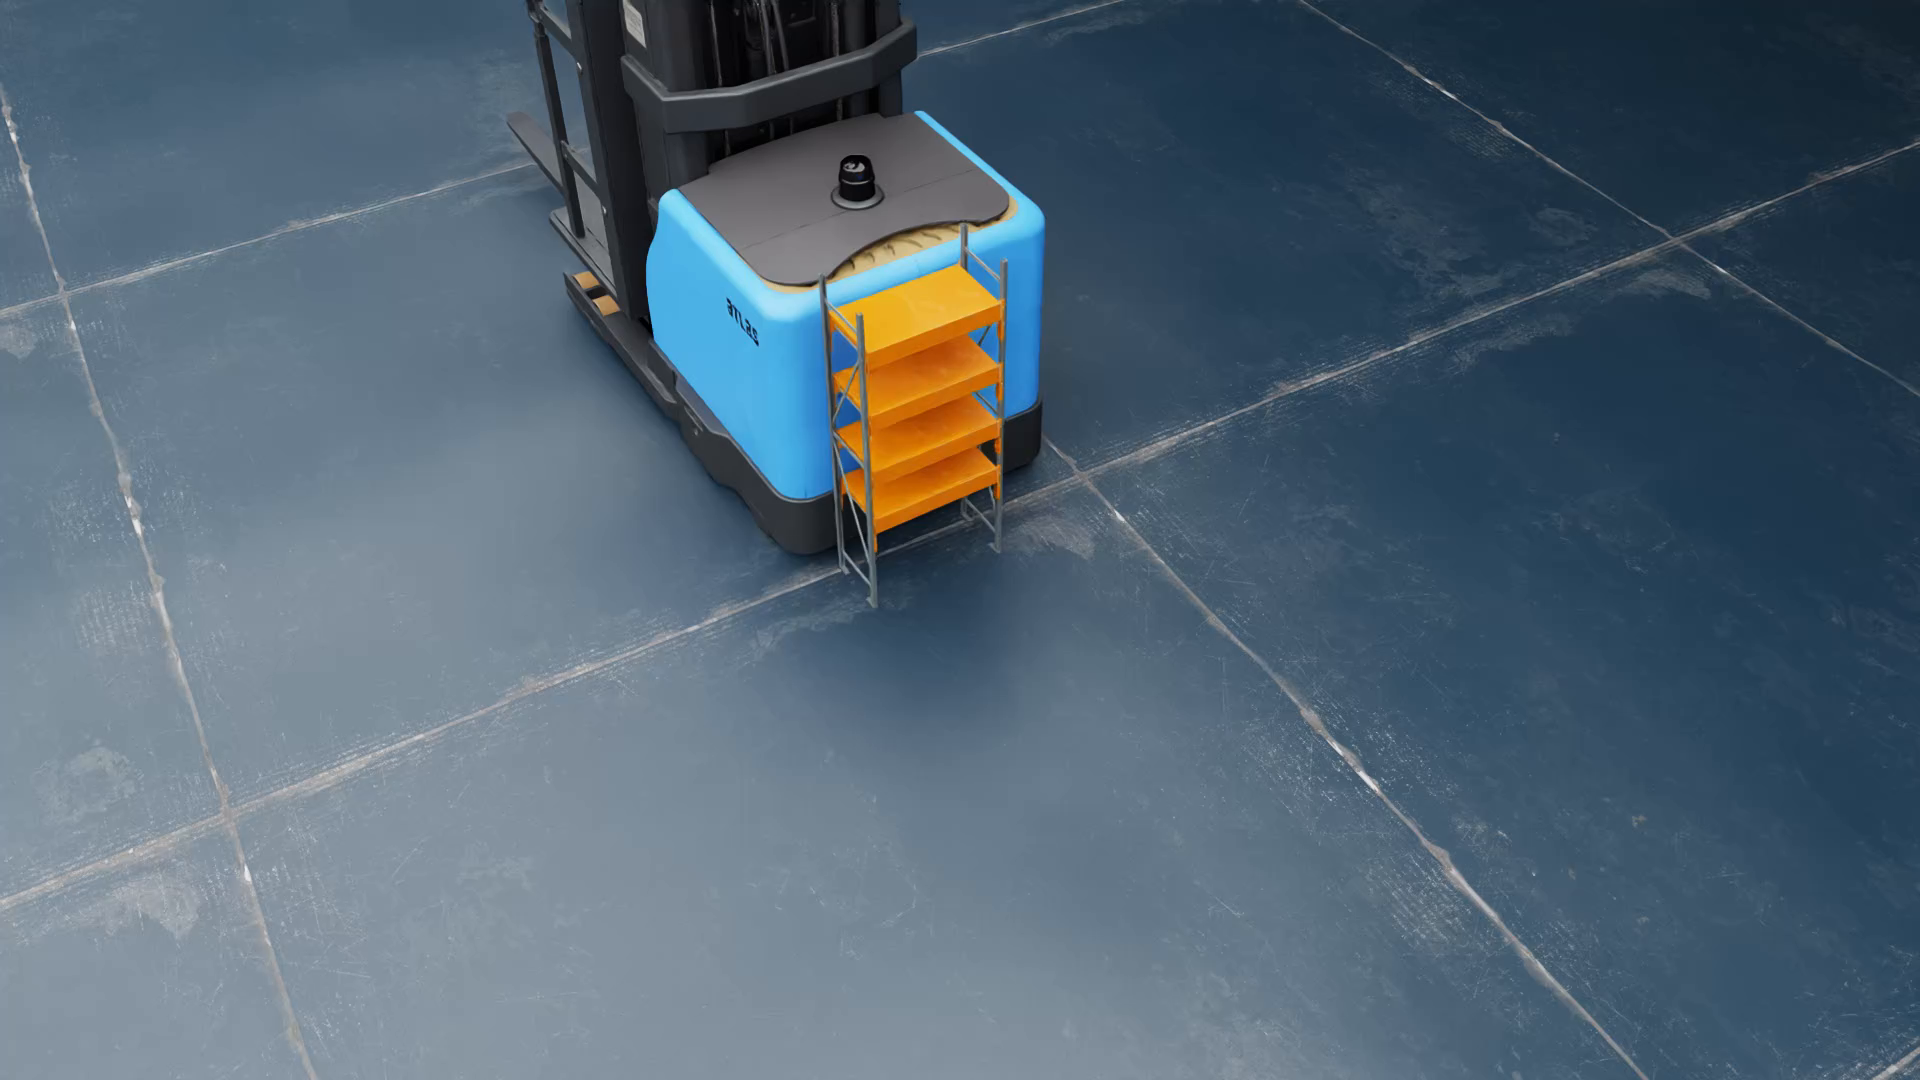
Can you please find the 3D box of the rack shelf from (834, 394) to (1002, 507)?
[{"bbox_3d":[-0.136,-0.316,5.311,0.480,0.148,0.258,-24,49,-23],"label":"rack shelf"}]

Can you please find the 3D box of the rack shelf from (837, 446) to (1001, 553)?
[{"bbox_3d":[-0.136,-0.174,5.449,0.480,0.148,0.258,-24,49,-23],"label":"rack shelf"}]

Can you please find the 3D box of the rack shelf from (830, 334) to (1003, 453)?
[{"bbox_3d":[-0.136,-0.477,5.155,0.480,0.148,0.258,-24,49,-23],"label":"rack shelf"}]

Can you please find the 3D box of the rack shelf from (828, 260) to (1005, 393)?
[{"bbox_3d":[-0.136,-0.647,4.991,0.480,0.148,0.258,-24,49,-23],"label":"rack shelf"}]

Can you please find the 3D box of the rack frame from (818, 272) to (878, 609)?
[{"bbox_3d":[-0.342,-0.274,5.171,0.015,1.200,0.240,-24,49,-23],"label":"rack frame"}]

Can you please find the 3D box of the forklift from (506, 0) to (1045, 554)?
[{"bbox_3d":[-0.922,-2.010,5.716,1.130,2.935,3.031,-24,49,-23],"label":"forklift"}]

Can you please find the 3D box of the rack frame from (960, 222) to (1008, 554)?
[{"bbox_3d":[0.071,-0.455,5.358,0.015,1.200,0.240,-24,49,-23],"label":"rack frame"}]

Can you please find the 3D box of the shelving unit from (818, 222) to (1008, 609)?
[{"bbox_3d":[-0.136,-0.365,5.264,0.503,1.200,0.258,-24,49,-23],"label":"shelving unit"}]
